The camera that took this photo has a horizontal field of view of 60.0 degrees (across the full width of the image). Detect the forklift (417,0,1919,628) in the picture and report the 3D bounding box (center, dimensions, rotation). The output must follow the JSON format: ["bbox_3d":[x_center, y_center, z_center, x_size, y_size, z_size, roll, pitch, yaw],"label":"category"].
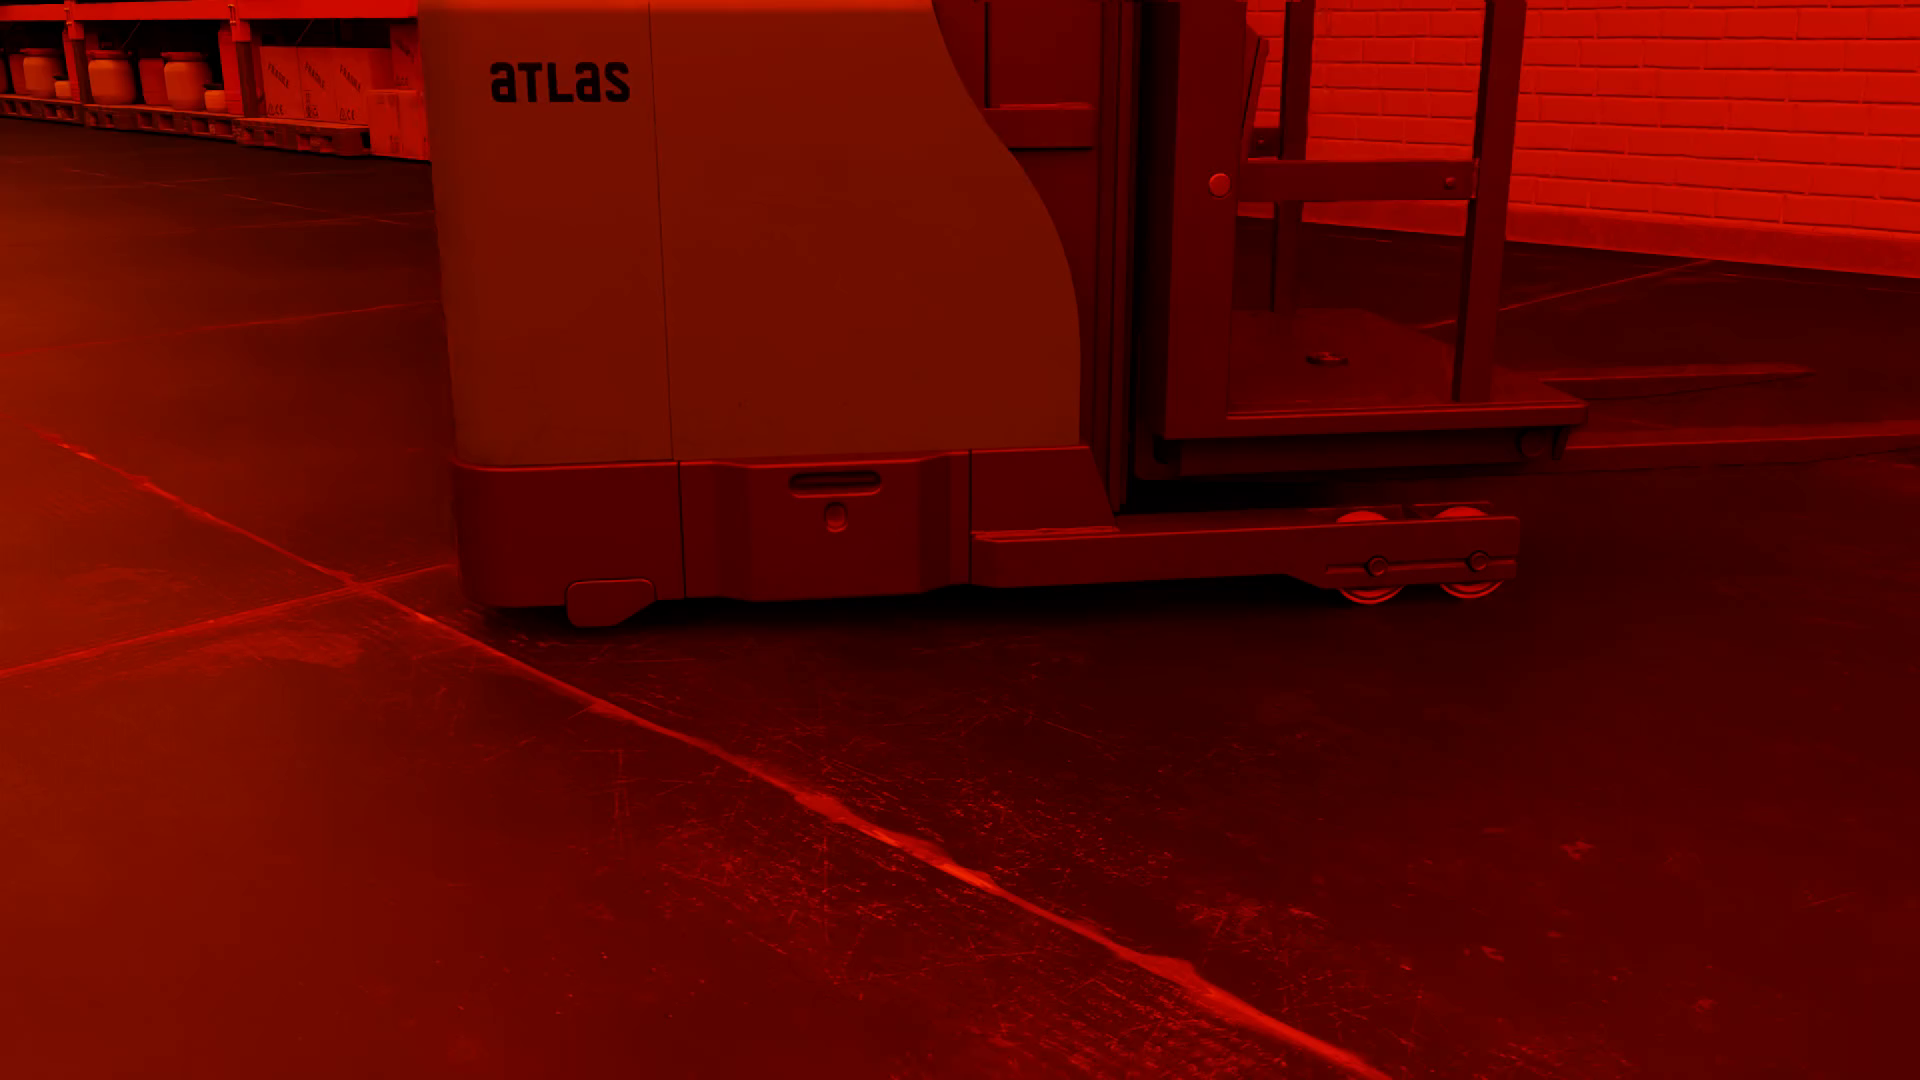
[{"bbox_3d":[0.574,-1.436,3.076,3.031,2.935,1.130,-3,17,-9],"label":"forklift"}]
